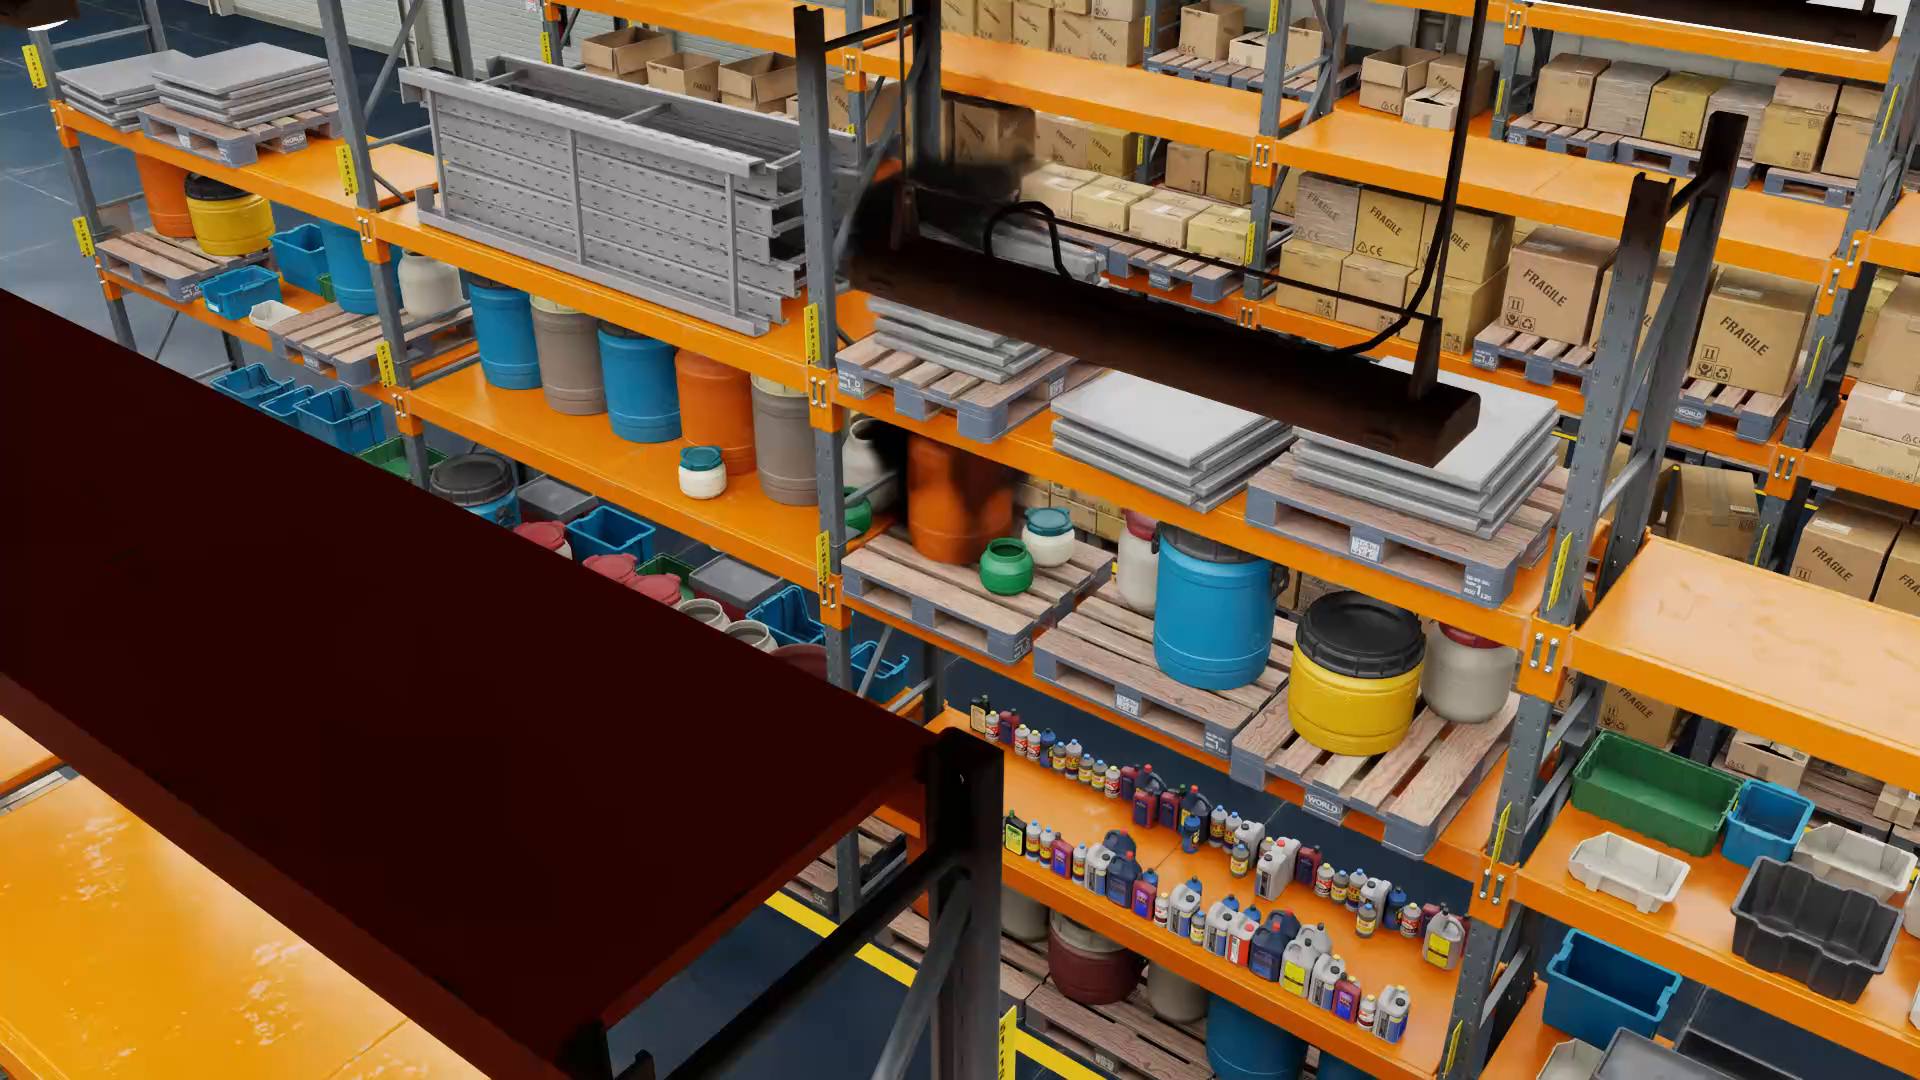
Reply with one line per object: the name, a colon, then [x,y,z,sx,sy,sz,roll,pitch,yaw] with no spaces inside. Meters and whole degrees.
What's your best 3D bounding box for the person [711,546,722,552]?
person: [-2.190,-0.622,14.725,0.509,1.625,0.637,20,37,29]
